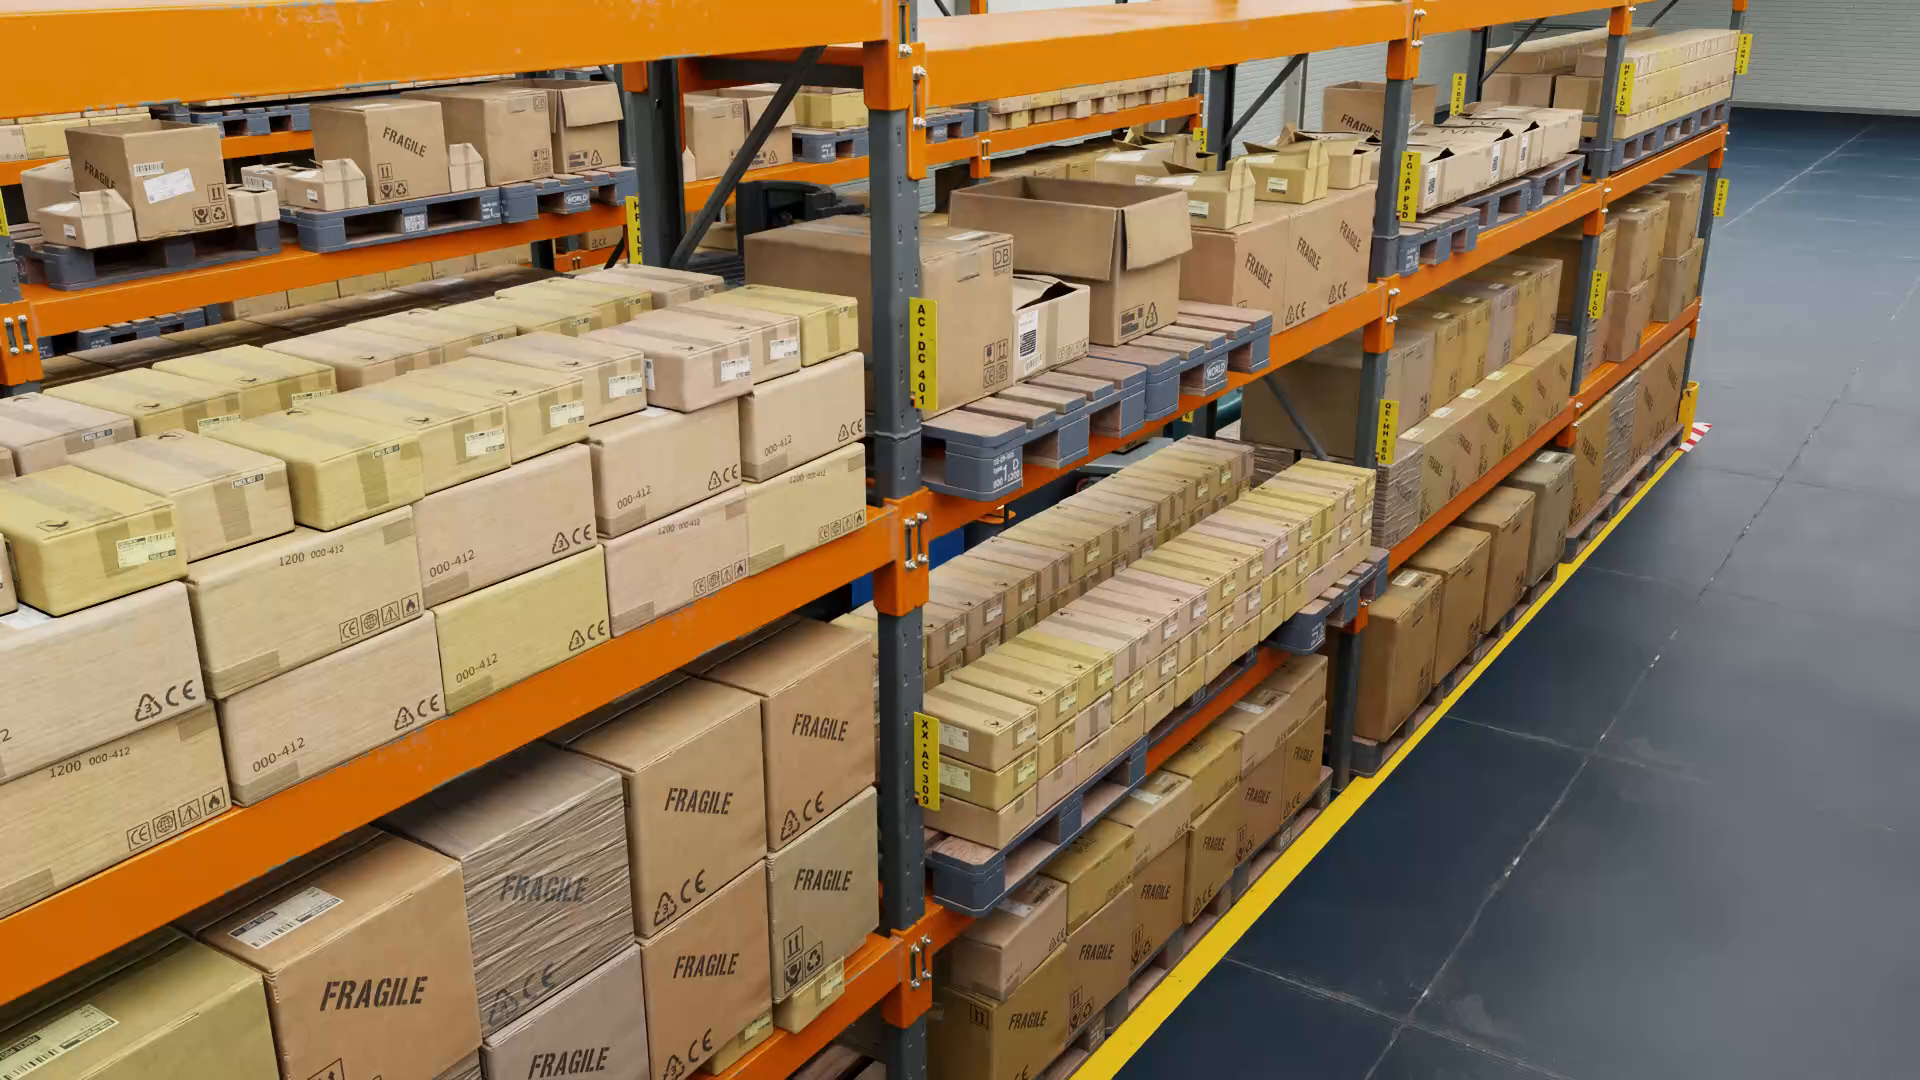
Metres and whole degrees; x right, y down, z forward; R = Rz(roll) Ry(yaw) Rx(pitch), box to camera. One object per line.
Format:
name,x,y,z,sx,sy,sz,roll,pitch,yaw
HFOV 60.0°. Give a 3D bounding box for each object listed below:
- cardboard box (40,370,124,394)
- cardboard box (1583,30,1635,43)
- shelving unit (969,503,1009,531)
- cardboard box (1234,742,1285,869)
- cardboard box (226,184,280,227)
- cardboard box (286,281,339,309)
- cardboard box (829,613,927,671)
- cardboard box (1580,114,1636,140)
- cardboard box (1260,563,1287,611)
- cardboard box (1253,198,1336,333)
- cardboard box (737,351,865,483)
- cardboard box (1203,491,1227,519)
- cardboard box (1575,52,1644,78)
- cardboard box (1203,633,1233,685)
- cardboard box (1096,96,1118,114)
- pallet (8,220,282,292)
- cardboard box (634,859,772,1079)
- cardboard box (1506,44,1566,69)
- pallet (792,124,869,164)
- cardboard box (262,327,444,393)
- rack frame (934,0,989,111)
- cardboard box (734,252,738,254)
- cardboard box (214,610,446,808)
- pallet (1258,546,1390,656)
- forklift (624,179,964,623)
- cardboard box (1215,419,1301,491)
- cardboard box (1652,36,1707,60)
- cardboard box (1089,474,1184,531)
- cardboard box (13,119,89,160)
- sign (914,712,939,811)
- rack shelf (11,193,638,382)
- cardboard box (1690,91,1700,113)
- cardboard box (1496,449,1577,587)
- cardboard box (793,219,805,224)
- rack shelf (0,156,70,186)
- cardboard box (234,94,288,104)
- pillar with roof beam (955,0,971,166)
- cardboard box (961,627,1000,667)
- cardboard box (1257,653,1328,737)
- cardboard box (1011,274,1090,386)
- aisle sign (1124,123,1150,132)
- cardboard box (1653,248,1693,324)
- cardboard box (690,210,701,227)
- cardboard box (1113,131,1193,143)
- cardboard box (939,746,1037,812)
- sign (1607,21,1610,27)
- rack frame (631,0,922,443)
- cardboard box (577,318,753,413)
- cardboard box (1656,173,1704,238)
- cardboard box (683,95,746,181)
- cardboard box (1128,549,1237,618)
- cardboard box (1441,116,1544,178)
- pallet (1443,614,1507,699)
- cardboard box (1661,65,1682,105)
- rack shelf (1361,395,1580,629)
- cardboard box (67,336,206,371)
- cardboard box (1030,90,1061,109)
cardboard box,-4.227,-0.515,8.248,0.500,0.500,0.500,14,24,32
cardboard box,5.305,-4.091,13.641,0.380,0.149,0.250,14,24,32
shelving unit,0.004,-0.705,12.510,0.431,1.500,0.755,13,24,32
cardboard box,1.238,1.223,8.132,0.500,0.500,0.500,14,25,34
cardboard box,-3.712,-1.718,8.494,0.380,0.166,0.250,11,23,28
cardboard box,-5.833,-2.196,14.595,0.500,0.250,0.500,13,24,31
cardboard box,-0.347,0.419,6.209,0.380,0.149,0.250,12,24,30
cardboard box,4.421,-2.859,11.459,0.380,0.149,0.250,13,24,31
cardboard box,1.208,0.167,7.317,0.380,0.149,0.250,13,24,31
cardboard box,1.306,-1.235,7.311,0.500,0.500,0.500,13,24,32
cardboard box,-0.611,-0.382,4.645,0.500,0.250,0.500,12,23,29
cardboard box,1.098,-0.181,8.259,0.380,0.149,0.250,15,25,34
cardboard box,4.421,-3.233,11.321,0.380,0.149,0.250,14,24,32
cardboard box,0.914,0.457,6.961,0.380,0.149,0.250,12,23,29
cardboard box,1.237,-4.055,15.442,0.380,0.149,0.250,13,24,31
pallet,-4.238,-1.519,8.499,0.805,0.209,1.217,12,24,30
cardboard box,-0.893,1.164,4.723,0.500,0.500,0.500,13,24,30
cardboard box,4.161,-3.506,12.060,0.380,0.149,0.250,13,24,32
pallet,-1.231,-3.089,12.738,1.213,0.211,1.003,13,24,32
cardboard box,-1.513,-0.416,4.163,0.380,0.149,0.250,12,24,30
rack frame,-0.215,-5.038,13.414,1.000,3.000,0.127,13,24,32
cardboard box,-1.440,-1.849,12.261,0.500,0.500,0.500,14,24,33
cardboard box,-1.469,0.293,3.542,0.500,0.250,0.500,13,24,32
pallet,1.374,0.175,8.245,1.213,0.211,1.003,13,24,32
forklift,-1.367,-0.672,10.357,3.031,2.935,1.130,-19,27,-41
cardboard box,1.718,-0.369,9.294,0.500,0.500,0.500,13,24,32
cardboard box,5.560,-3.815,12.895,0.380,0.149,0.250,13,24,31
cardboard box,0.827,-0.181,7.829,0.380,0.149,0.250,12,24,30
cardboard box,-6.941,-3.041,12.555,0.500,0.250,0.500,13,24,32
sign,-0.109,0.705,5.288,0.100,0.325,0.005,13,24,32
rack shelf,-3.588,-1.572,9.405,1.077,0.370,4.000,13,24,32
cardboard box,5.563,-3.443,13.037,0.380,0.149,0.250,13,24,32
cardboard box,3.661,-0.234,11.712,1.050,0.750,0.750,13,24,32
cardboard box,-1.298,-2.514,13.125,0.380,0.149,0.250,15,25,35
rack shelf,-7.696,-2.539,12.019,1.077,0.370,4.000,13,24,32
cardboard box,-5.962,-3.902,13.772,0.500,0.500,0.500,14,24,32
pillar with roof beam,3.722,-8.011,21.450,9.100,9.000,0.400,13,24,32
cardboard box,-0.062,0.410,6.660,0.380,0.149,0.250,12,24,30
cardboard box,1.519,0.731,8.383,0.500,0.250,0.500,13,24,31
cardboard box,0.106,-0.766,5.712,0.500,0.311,0.500,13,24,31
aisle sign,1.812,-4.670,17.318,0.394,0.787,0.004,13,24,32
cardboard box,5.722,-2.229,14.250,0.875,0.550,0.550,13,24,32
cardboard box,-2.994,-3.753,18.443,0.500,0.500,0.500,13,24,32
cardboard box,1.927,-3.838,16.804,0.700,0.500,0.500,13,24,31
cardboard box,0.040,0.765,5.700,0.380,0.149,0.250,14,24,33
sign,5.728,-4.400,14.638,0.100,0.325,0.005,13,24,32
rack frame,-0.562,-1.806,4.677,1.000,3.000,0.127,13,24,32
cardboard box,-0.754,-0.451,4.259,0.380,0.149,0.250,13,24,32
cardboard box,5.943,-2.914,14.545,0.875,0.550,0.550,13,24,32
cardboard box,-1.923,-2.800,11.544,0.700,0.500,0.500,13,24,32
cardboard box,0.915,0.177,6.863,0.380,0.149,0.250,14,25,33
cardboard box,3.132,-2.351,9.853,0.500,0.311,0.500,12,24,30
pallet,2.879,0.607,10.819,1.003,0.211,1.213,13,24,32
cardboard box,5.007,-3.384,12.303,0.500,0.250,0.500,13,24,31
rack shelf,2.811,-0.377,10.497,1.077,0.370,4.000,13,24,32
cardboard box,-4.384,-0.772,8.943,0.500,0.500,0.500,14,24,33
cardboard box,0.541,-3.923,14.511,0.500,0.250,0.500,13,24,31
